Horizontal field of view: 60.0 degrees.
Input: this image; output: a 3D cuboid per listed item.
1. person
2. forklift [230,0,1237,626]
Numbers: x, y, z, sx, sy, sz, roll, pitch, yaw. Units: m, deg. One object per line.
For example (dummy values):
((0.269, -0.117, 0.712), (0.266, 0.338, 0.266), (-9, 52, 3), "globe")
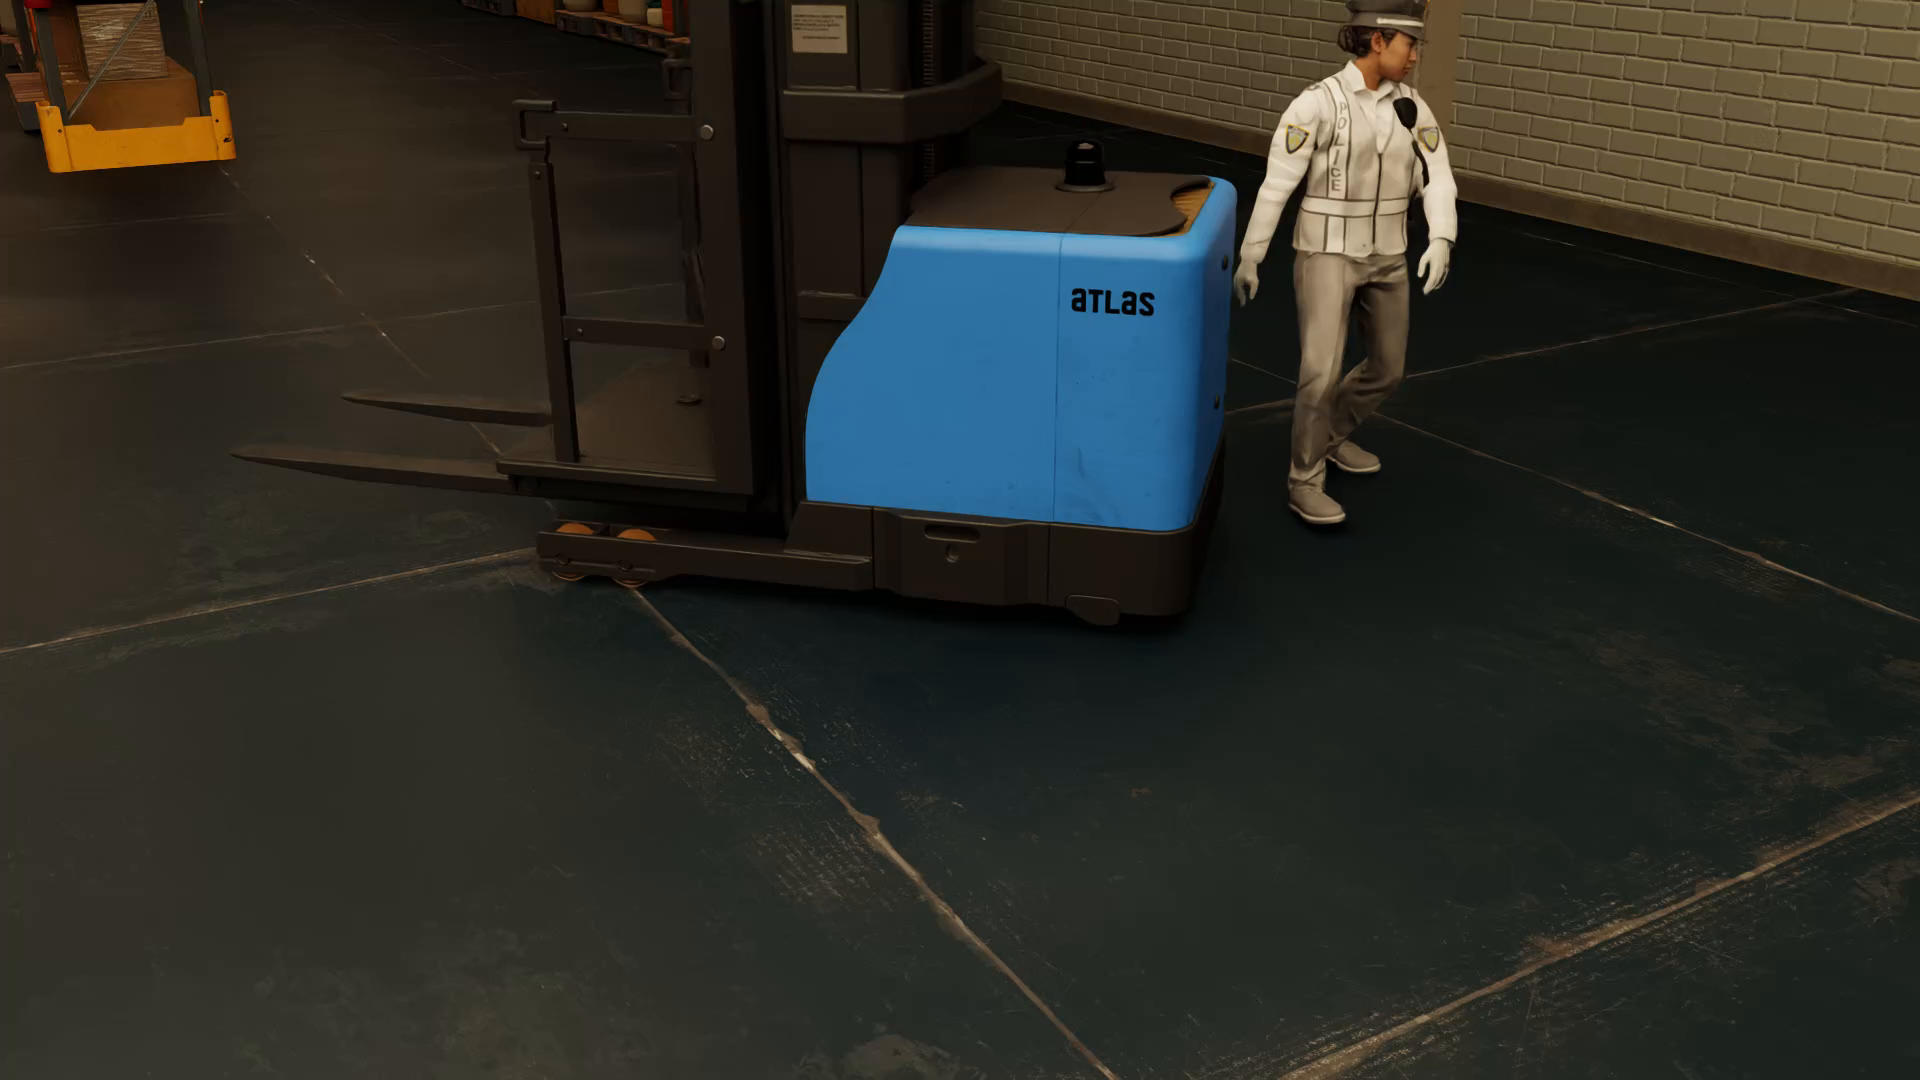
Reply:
((1.185, -0.876, 5.185), (0.644, 1.582, 0.713), (-8, 24, -19), "person")
((-0.741, -1.406, 4.701), (3.031, 2.935, 1.130), (5, 23, 13), "forklift")
